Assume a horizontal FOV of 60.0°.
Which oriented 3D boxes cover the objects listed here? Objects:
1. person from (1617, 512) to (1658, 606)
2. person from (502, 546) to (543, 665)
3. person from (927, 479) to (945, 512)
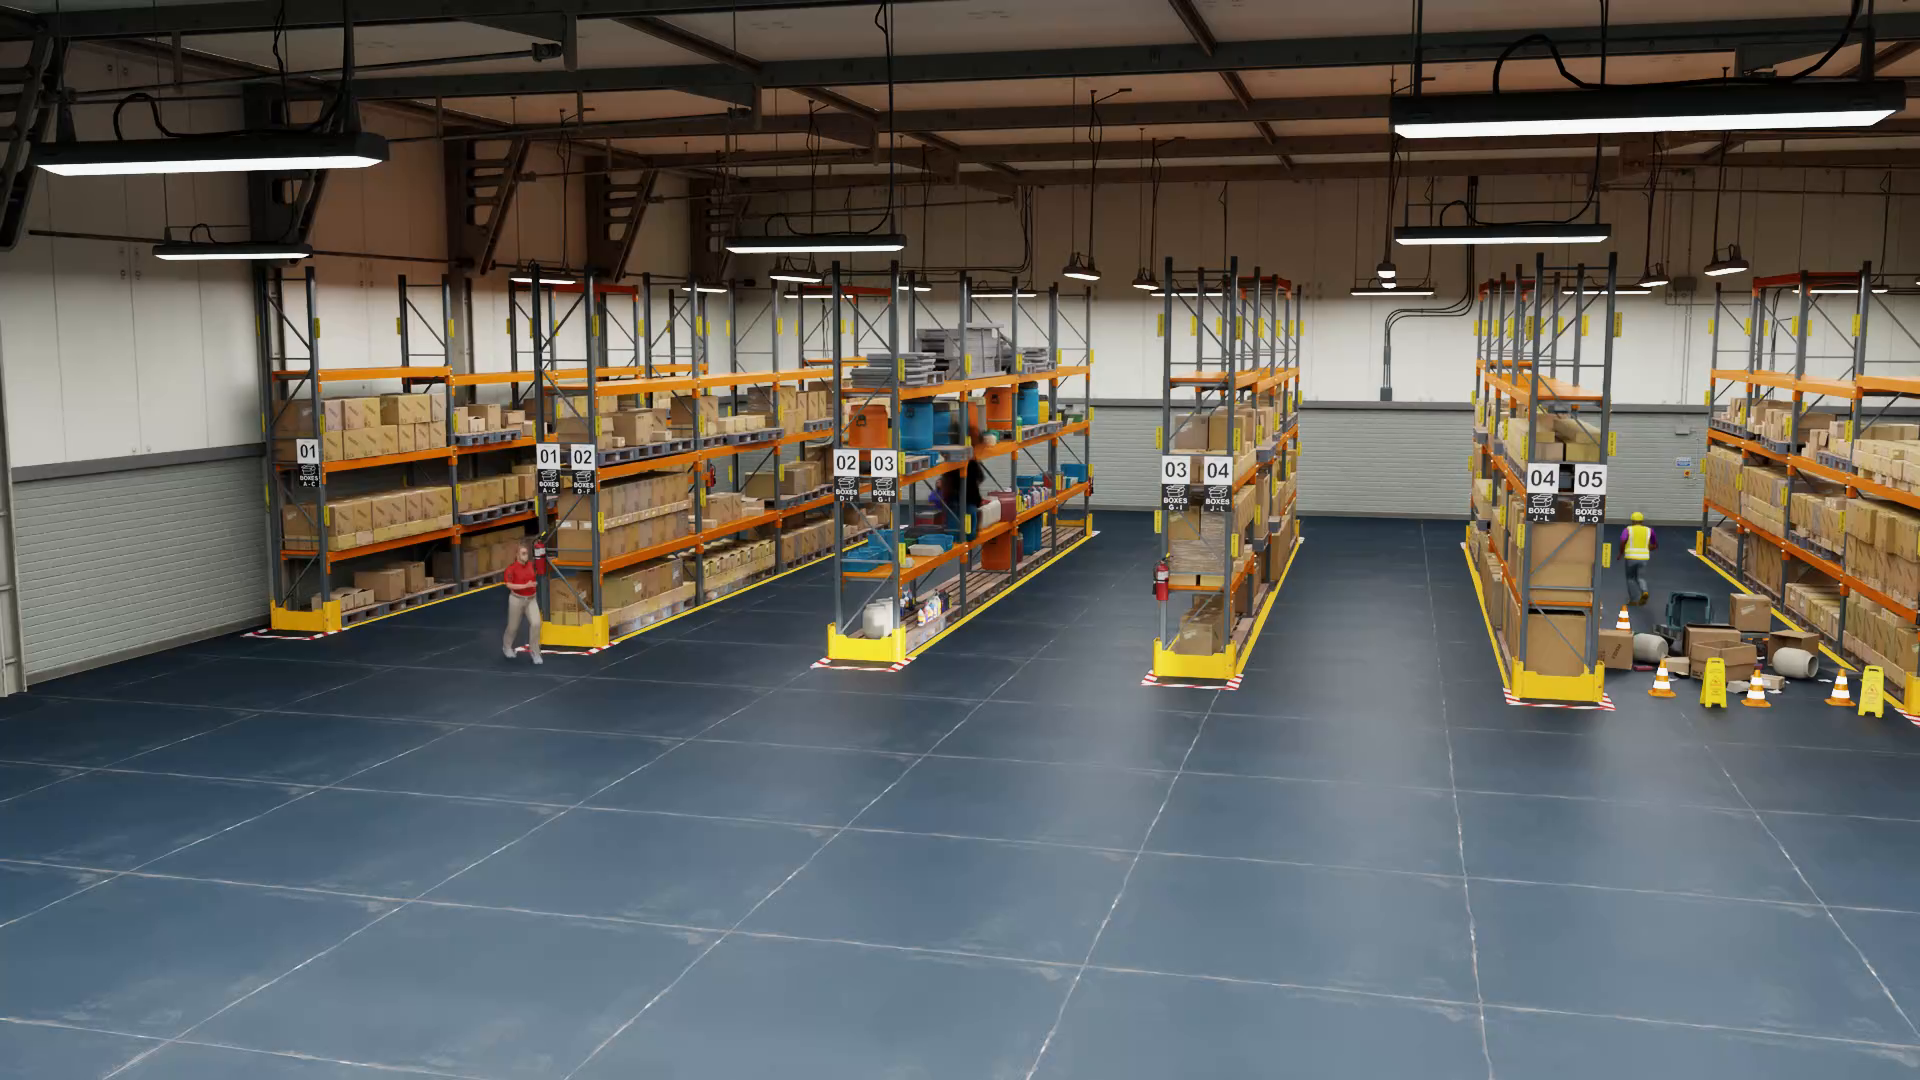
[{"bbox_3d":[12.266,0.358,30.056,0.697,1.713,0.765,1,7,7],"label":"person"},{"bbox_3d":[-6.610,0.977,25.046,0.614,1.792,0.890,-7,10,-45],"label":"person"},{"bbox_3d":[-0.410,-0.525,37.249,0.580,1.683,0.898,3,8,20],"label":"person"}]
